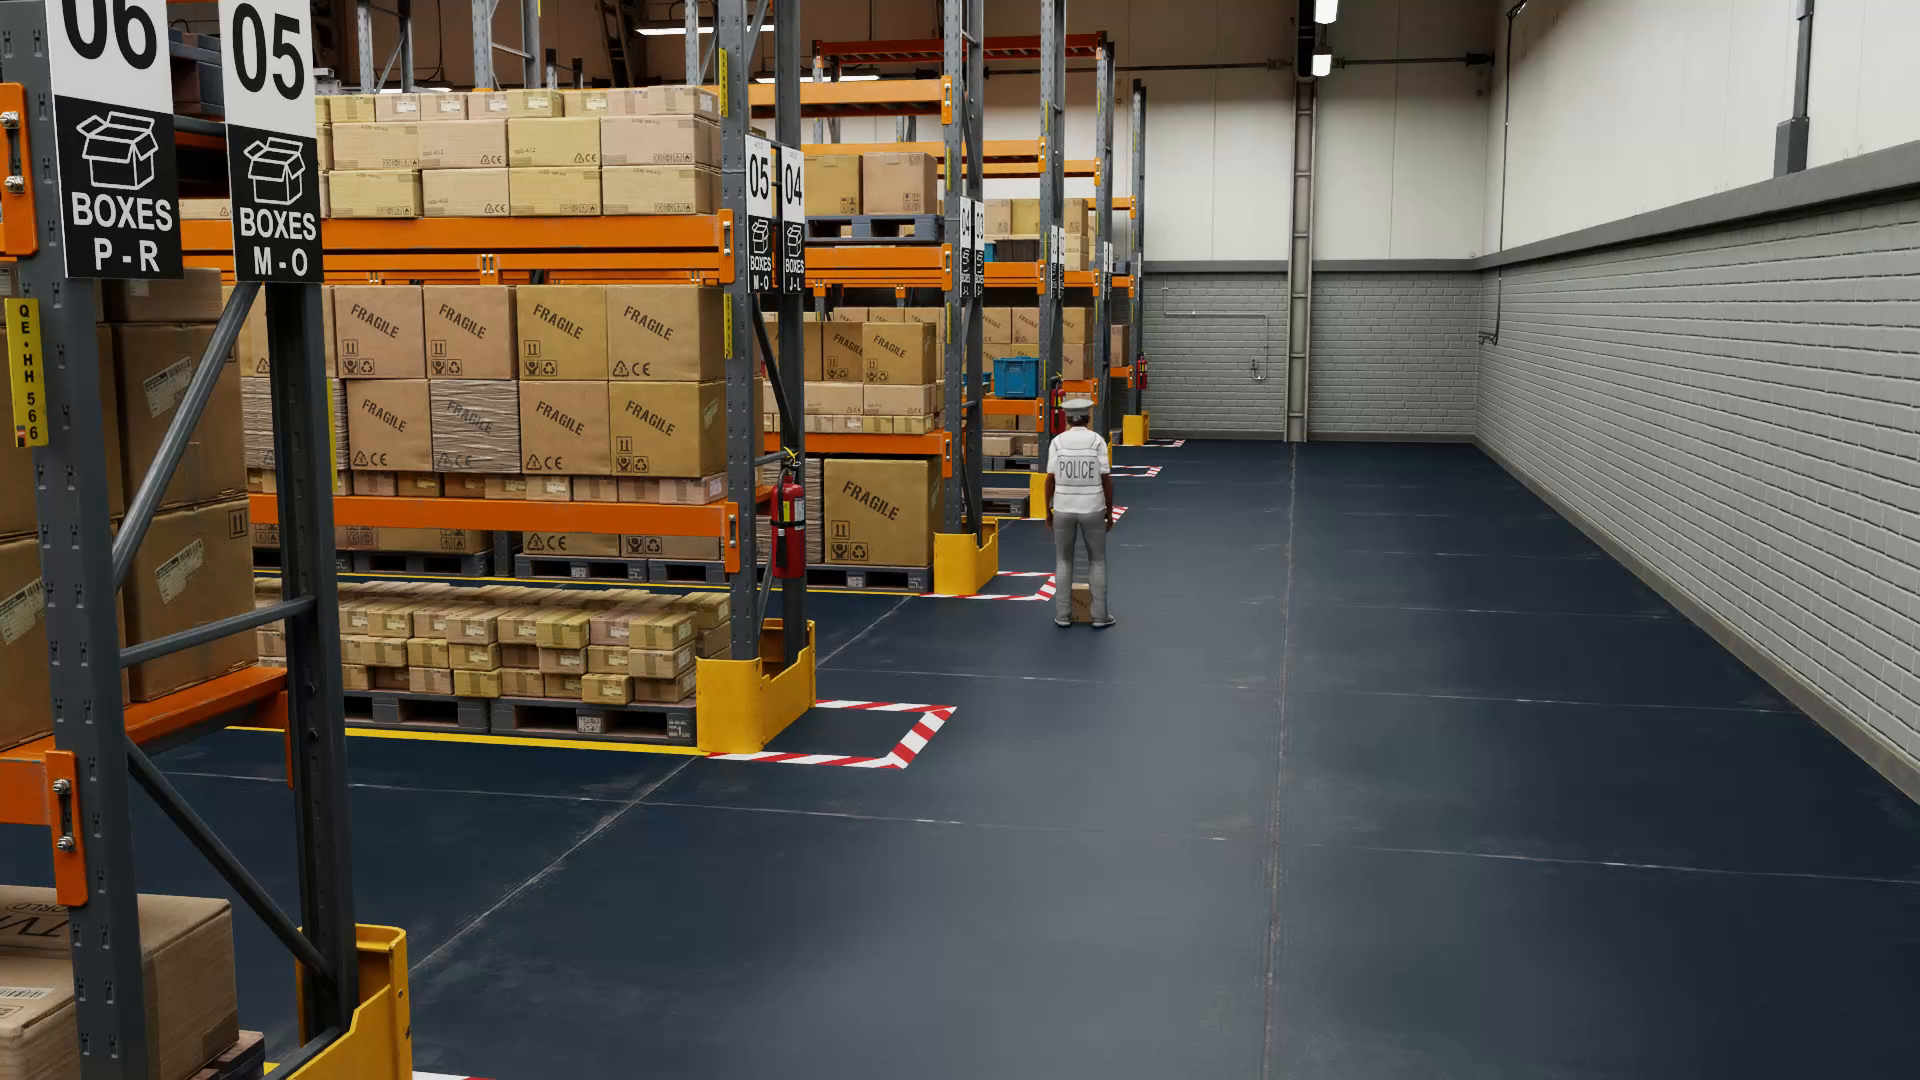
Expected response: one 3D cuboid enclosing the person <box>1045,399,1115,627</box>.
[{"bbox_3d":[0.882,-0.194,12.188,0.521,1.659,0.398,1,8,10],"label":"person"}]
